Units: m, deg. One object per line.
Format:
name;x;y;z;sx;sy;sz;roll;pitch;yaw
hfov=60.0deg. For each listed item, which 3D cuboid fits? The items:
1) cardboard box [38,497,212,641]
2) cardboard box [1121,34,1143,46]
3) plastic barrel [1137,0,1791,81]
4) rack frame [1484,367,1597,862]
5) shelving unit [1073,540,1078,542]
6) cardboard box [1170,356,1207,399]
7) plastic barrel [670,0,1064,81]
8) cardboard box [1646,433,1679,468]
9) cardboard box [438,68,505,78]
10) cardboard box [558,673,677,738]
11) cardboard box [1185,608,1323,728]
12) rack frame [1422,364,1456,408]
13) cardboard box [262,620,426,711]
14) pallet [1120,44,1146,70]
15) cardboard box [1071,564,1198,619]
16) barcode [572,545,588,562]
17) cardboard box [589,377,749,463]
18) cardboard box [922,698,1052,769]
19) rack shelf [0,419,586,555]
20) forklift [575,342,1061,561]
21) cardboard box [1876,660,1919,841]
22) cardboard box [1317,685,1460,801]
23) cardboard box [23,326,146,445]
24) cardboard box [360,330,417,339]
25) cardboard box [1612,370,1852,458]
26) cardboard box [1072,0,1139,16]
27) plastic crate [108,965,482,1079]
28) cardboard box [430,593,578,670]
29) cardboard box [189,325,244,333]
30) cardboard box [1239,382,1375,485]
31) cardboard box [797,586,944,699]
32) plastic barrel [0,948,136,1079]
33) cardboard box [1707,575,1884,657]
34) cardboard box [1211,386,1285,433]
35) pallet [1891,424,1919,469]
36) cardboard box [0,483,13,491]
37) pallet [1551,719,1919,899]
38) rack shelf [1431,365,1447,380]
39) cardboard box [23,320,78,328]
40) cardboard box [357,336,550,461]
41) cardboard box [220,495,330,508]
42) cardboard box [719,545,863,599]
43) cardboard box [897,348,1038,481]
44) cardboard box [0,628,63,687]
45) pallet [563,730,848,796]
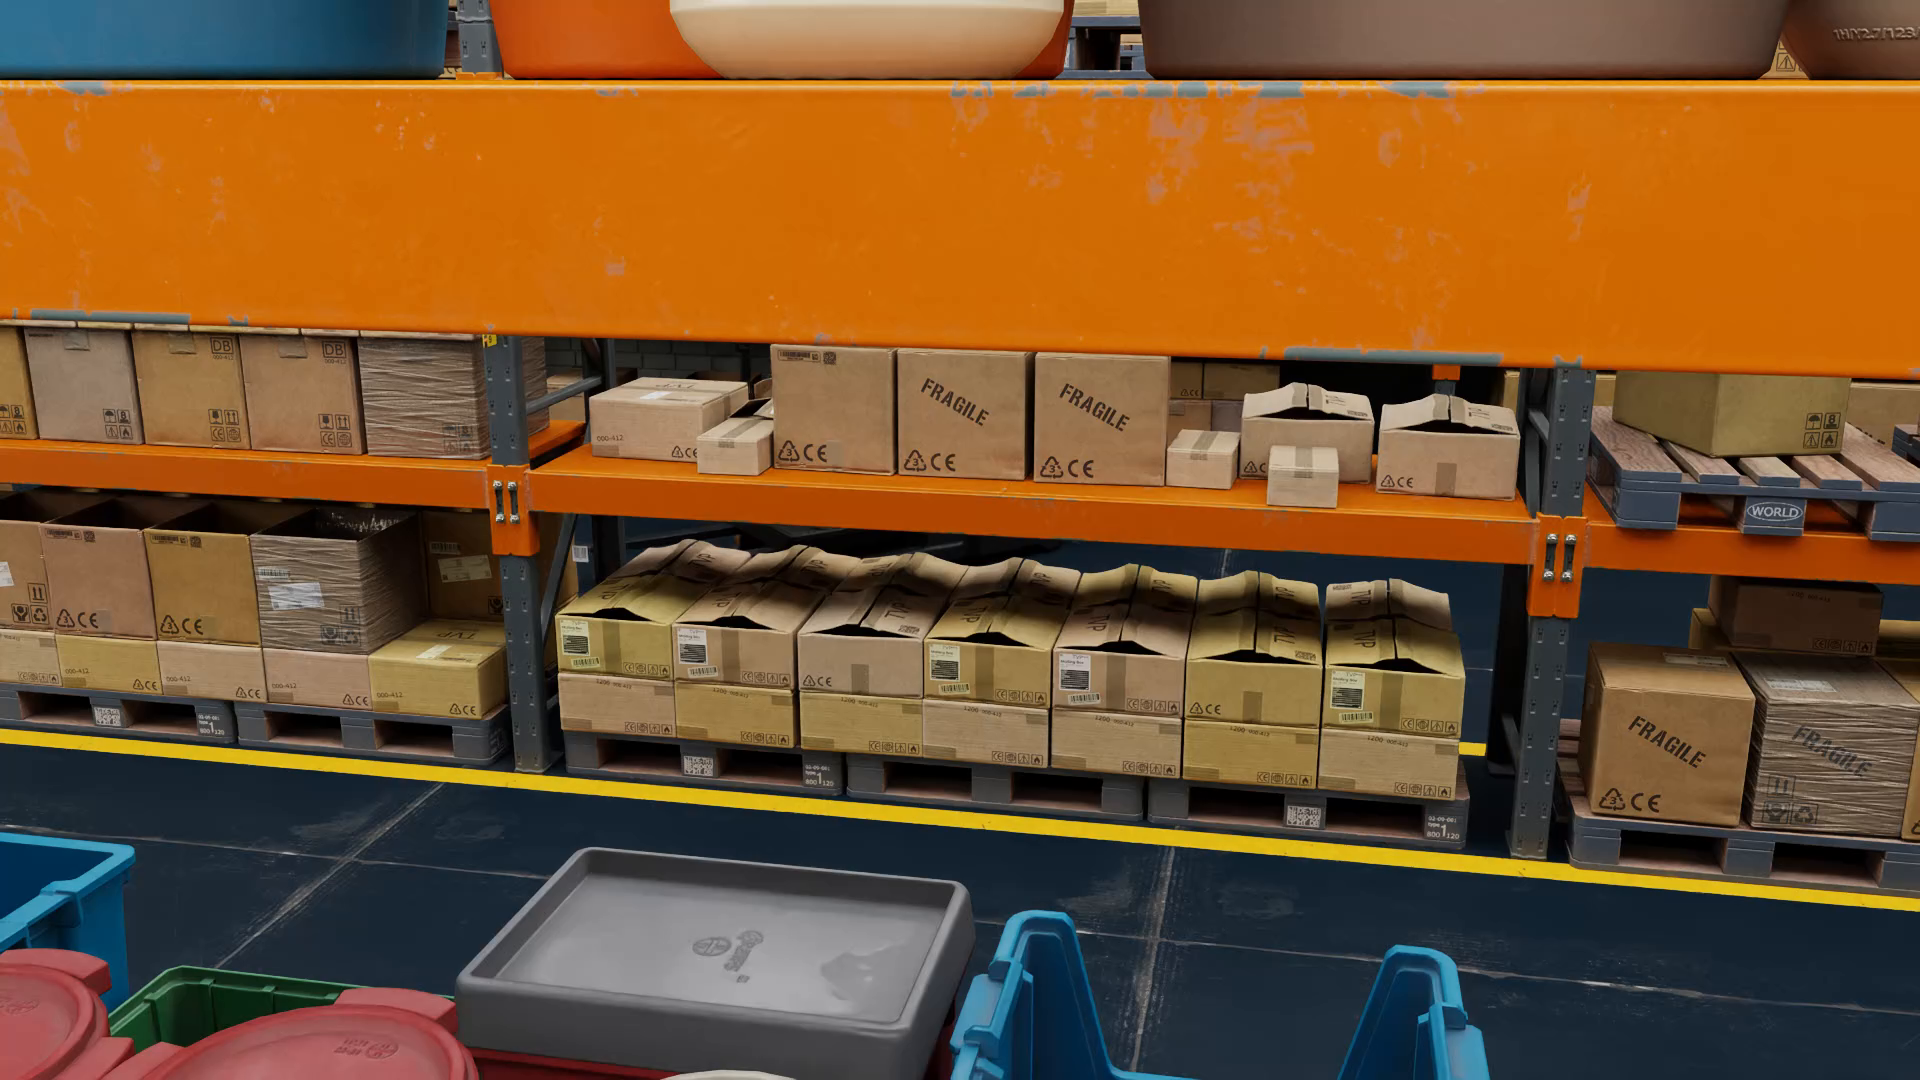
cardboard box;-3.674;0.119;7.402;0.500;0.500;0.500;3;16;11
cardboard box;1.007;-3.473;10.818;0.500;0.500;0.500;3;16;9
plastic barrel;0.463;-0.876;1.476;0.600;0.901;0.600;0;15;0
rack frame;2.215;-0.384;6.258;0.127;3.000;1.000;3;16;11
shelving unit;0.689;-0.638;10.548;0.258;1.200;0.503;-9;18;-30
cardboard box;1.432;-1.146;11.464;0.500;0.250;0.500;3;16;11
plastic barrel;-0.068;-0.474;1.223;0.301;0.262;0.301;0;15;0
cardboard box;4.750;-0.724;10.729;0.750;0.750;0.750;3;16;11
cardboard box;-3.334;-3.461;11.524;0.500;0.500;0.500;4;16;14
cardboard box;-1.359;0.613;7.026;0.500;0.250;0.500;3;16;10
cardboard box;1.142;0.479;6.456;0.500;0.311;0.500;3;16;10
rack frame;3.199;-1.680;10.937;0.127;3.000;1.000;3;16;11
cardboard box;-2.690;0.530;7.325;0.500;0.250;0.500;3;16;11
pallet;0.880;-3.133;10.914;1.003;0.211;1.213;3;16;11
cardboard box;0.745;0.311;7.065;0.500;0.311;0.500;3;16;10
barcode;-1.537;0.056;6.731;0.075;0.075;0.001;3;16;11
cardboard box;-1.213;-0.509;6.993;0.500;0.250;0.500;4;16;15
cardboard box;0.149;0.694;6.731;0.500;0.250;0.500;3;16;12
rack shelf;-3.664;-0.356;7.506;4.000;0.370;1.077;3;16;11
forklift;-0.807;-1.275;9.606;3.031;2.935;1.130;-9;18;-30
cardboard box;3.609;0.762;5.979;0.500;0.500;0.500;3;16;10
cardboard box;1.651;0.775;6.440;0.500;0.250;0.500;3;16;12
cardboard box;-3.652;-0.748;7.385;0.500;0.500;0.700;4;16;13
cardboard box;-2.255;-0.929;6.826;0.250;0.149;0.380;3;16;10
cardboard box;2.855;-0.630;6.174;0.500;0.500;0.700;-2;16;-8
cardboard box;0.684;-2.025;6.060;0.500;0.250;0.500;3;16;10
plastic crate;-0.932;0.820;2.310;0.662;0.188;0.450;3;16;11
cardboard box;-2.098;0.422;7.713;0.500;0.250;0.500;3;16;11
cardboard box;-3.010;-0.970;6.973;0.250;0.149;0.380;3;16;11
cardboard box;1.378;-0.439;6.625;0.500;0.311;0.500;3;16;10
cardboard box;-0.352;0.398;6.748;0.500;0.311;0.500;3;16;9
plastic barrel;-1.082;0.781;1.799;0.433;0.535;0.433;0;15;0
cardboard box;3.235;0.238;6.468;0.500;0.250;0.500;4;16;13
cardboard box;2.001;-0.770;11.510;0.500;0.500;0.700;3;16;11
pallet;4.122;-0.189;5.915;1.213;0.211;1.003;3;16;11
cardboard box;-5.039;-0.097;8.183;0.500;0.500;0.500;3;16;11
pallet;2.939;1.010;6.451;1.213;0.211;1.003;3;16;11
rack shelf;1.239;-1.439;11.417;4.000;0.370;1.077;3;16;11
cardboard box;-3.776;-1.011;7.120;0.250;0.149;0.380;3;16;12
cardboard box;-2.141;-0.667;7.092;0.500;0.500;0.700;3;16;10
cardboard box;-3.076;0.005;7.814;0.500;0.500;0.500;3;16;11
cardboard box;-0.739;0.229;7.361;0.500;0.311;0.500;4;16;13
cardboard box;0.052;-0.545;6.653;0.500;0.500;0.500;3;16;11
cardboard box;-4.162;0.453;7.603;0.500;0.250;0.500;3;16;11
pallet;-0.975;0.776;7.294;1.213;0.211;1.003;3;16;11
